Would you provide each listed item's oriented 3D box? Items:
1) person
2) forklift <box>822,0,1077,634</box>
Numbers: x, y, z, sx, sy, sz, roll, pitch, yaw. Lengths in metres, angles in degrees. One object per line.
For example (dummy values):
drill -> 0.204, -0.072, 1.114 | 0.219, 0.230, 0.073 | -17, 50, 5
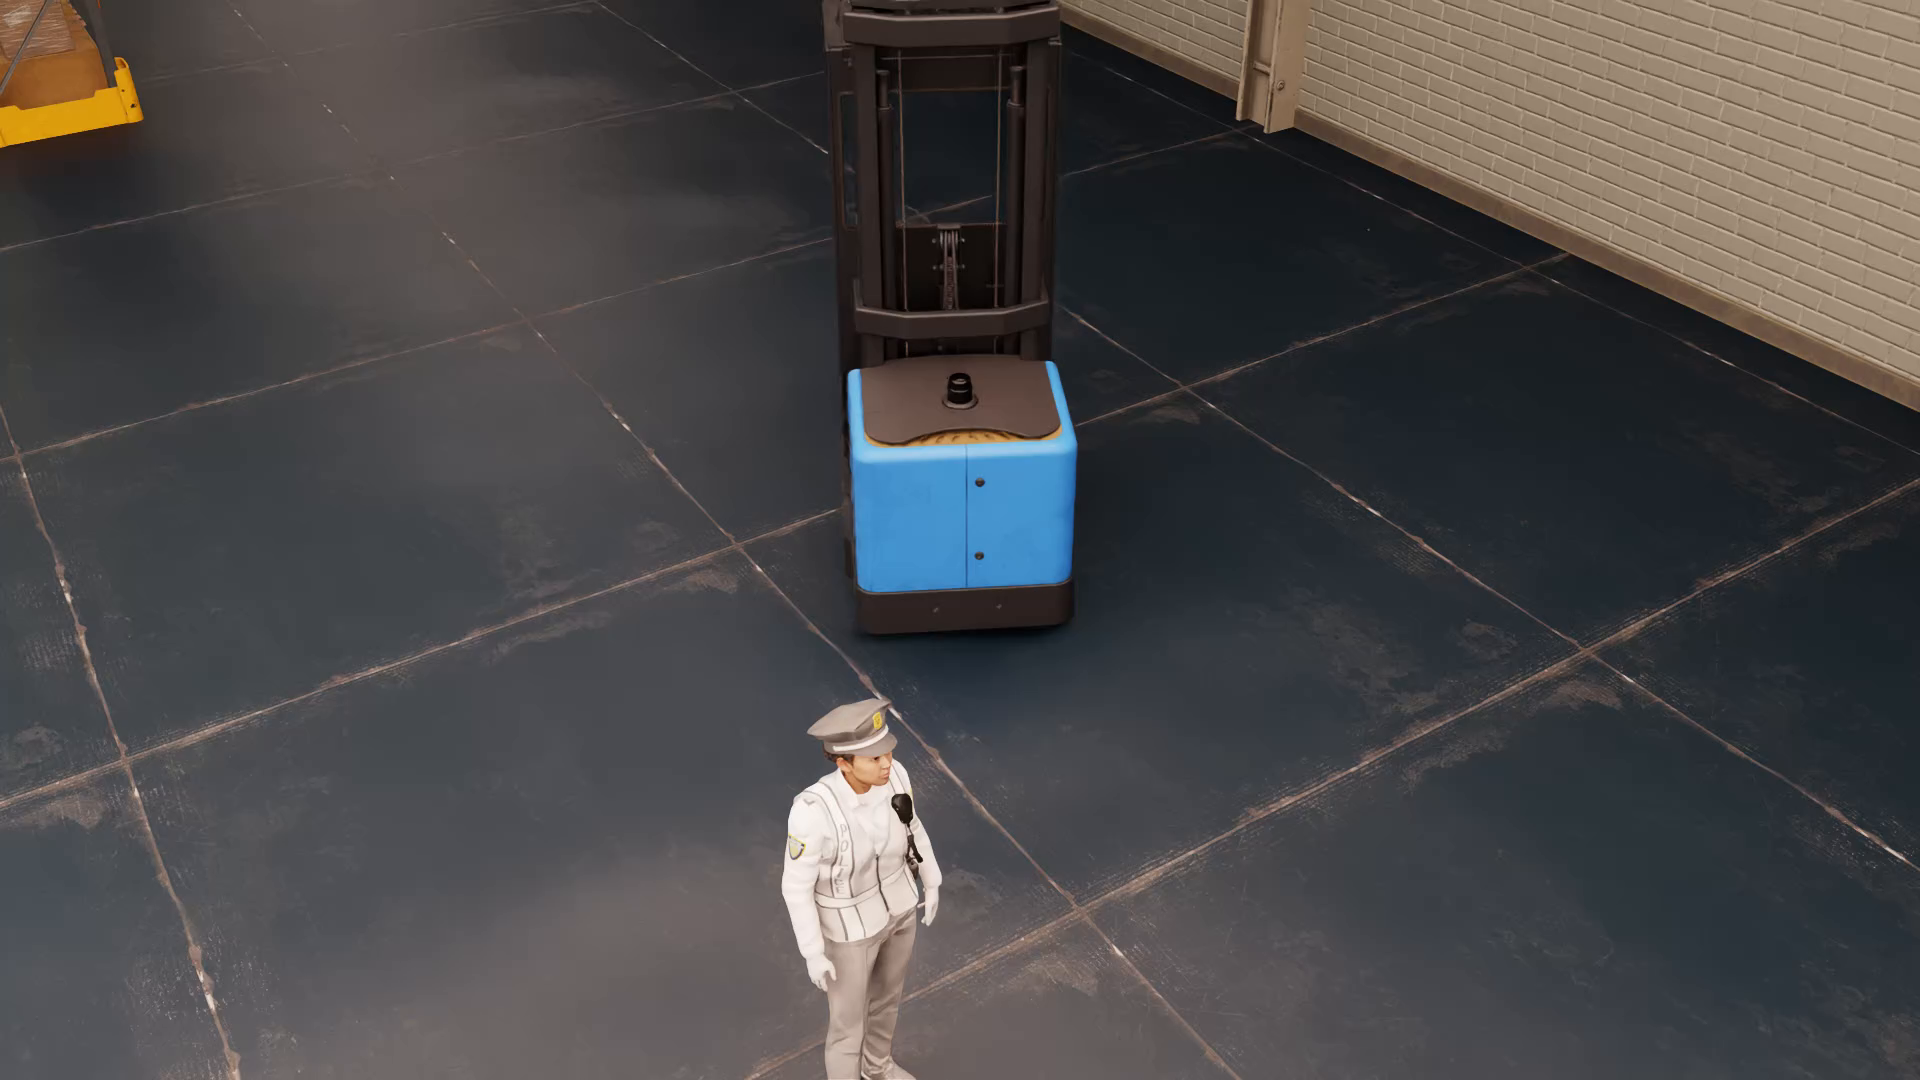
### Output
person -> -0.264, 1.259, 5.419 | 0.588, 1.695, 0.532 | -28, 44, -34
forklift -> -0.097, -1.578, 8.393 | 1.130, 2.935, 3.031 | -3, 35, -4
